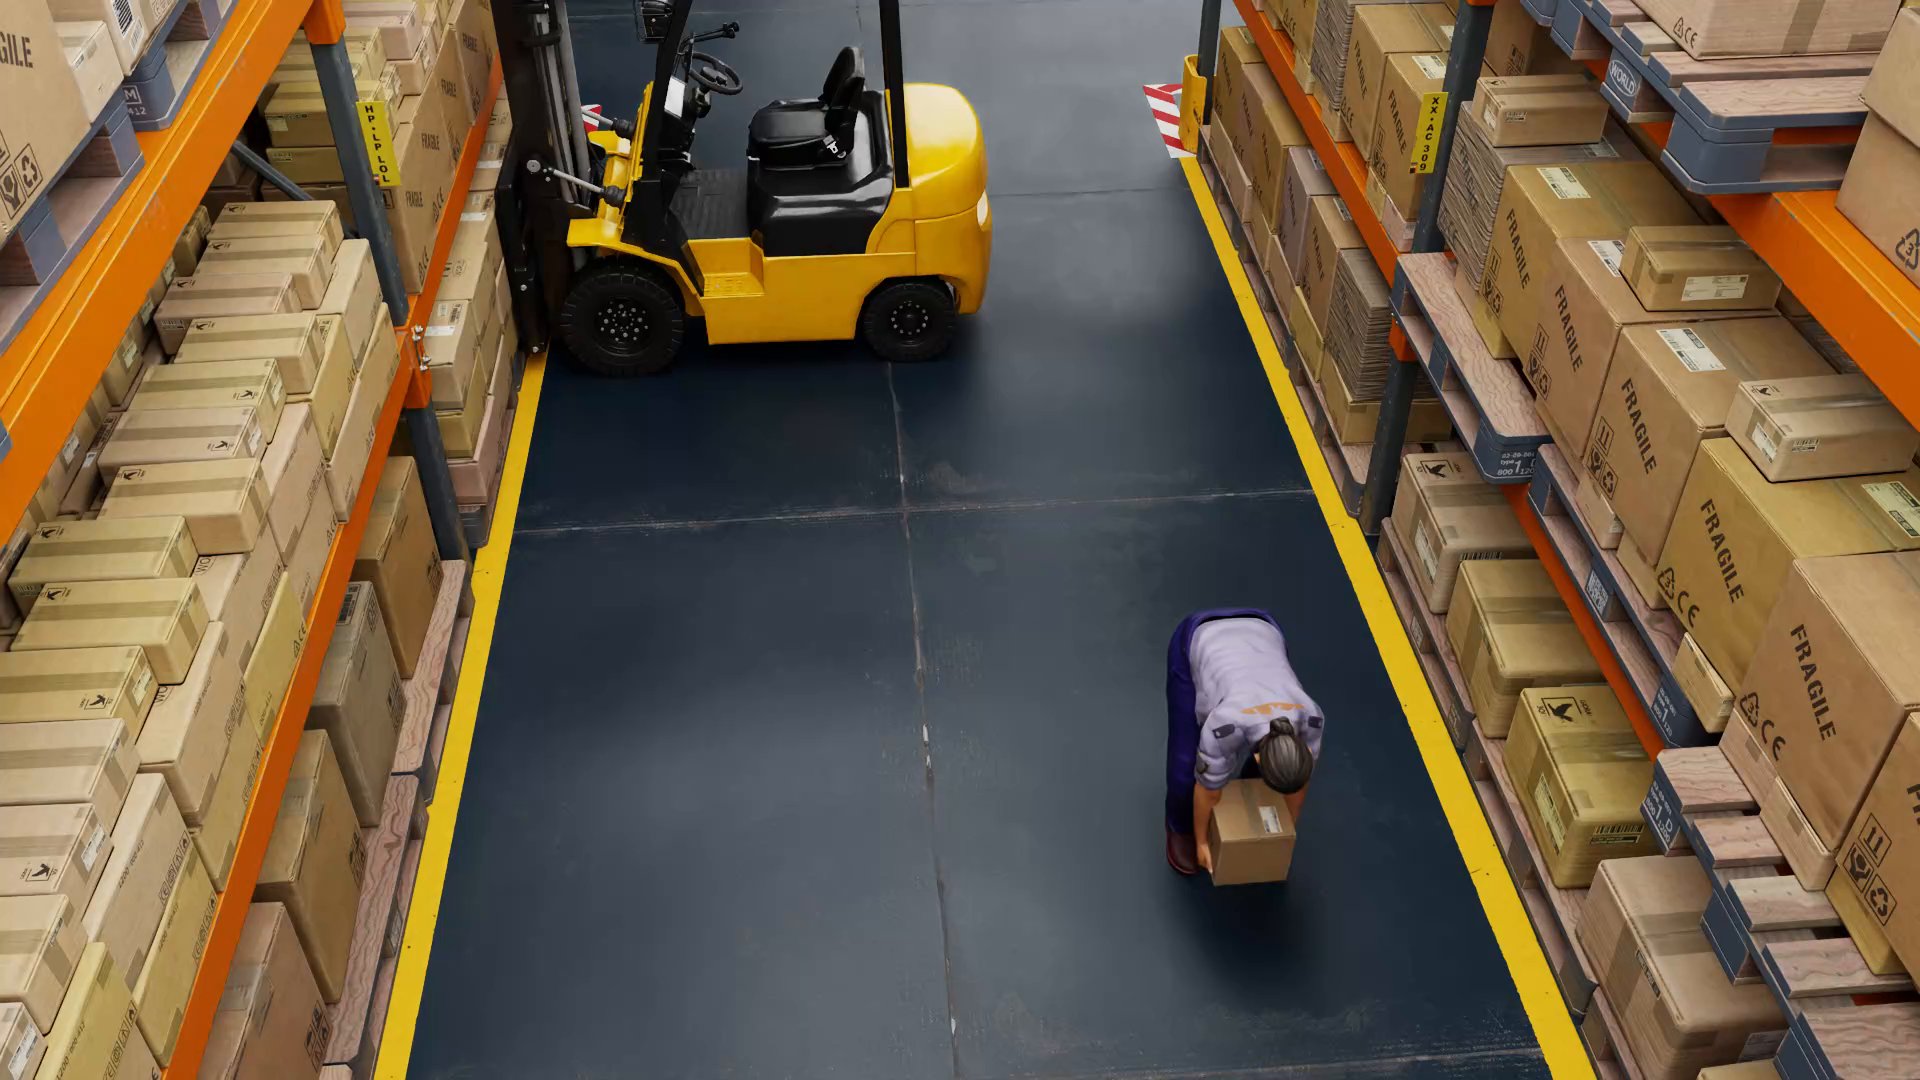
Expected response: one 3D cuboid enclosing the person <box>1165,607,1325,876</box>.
[{"bbox_3d":[0.955,0.801,5.670,0.456,1.044,0.894,-4,40,-5],"label":"person"}]
